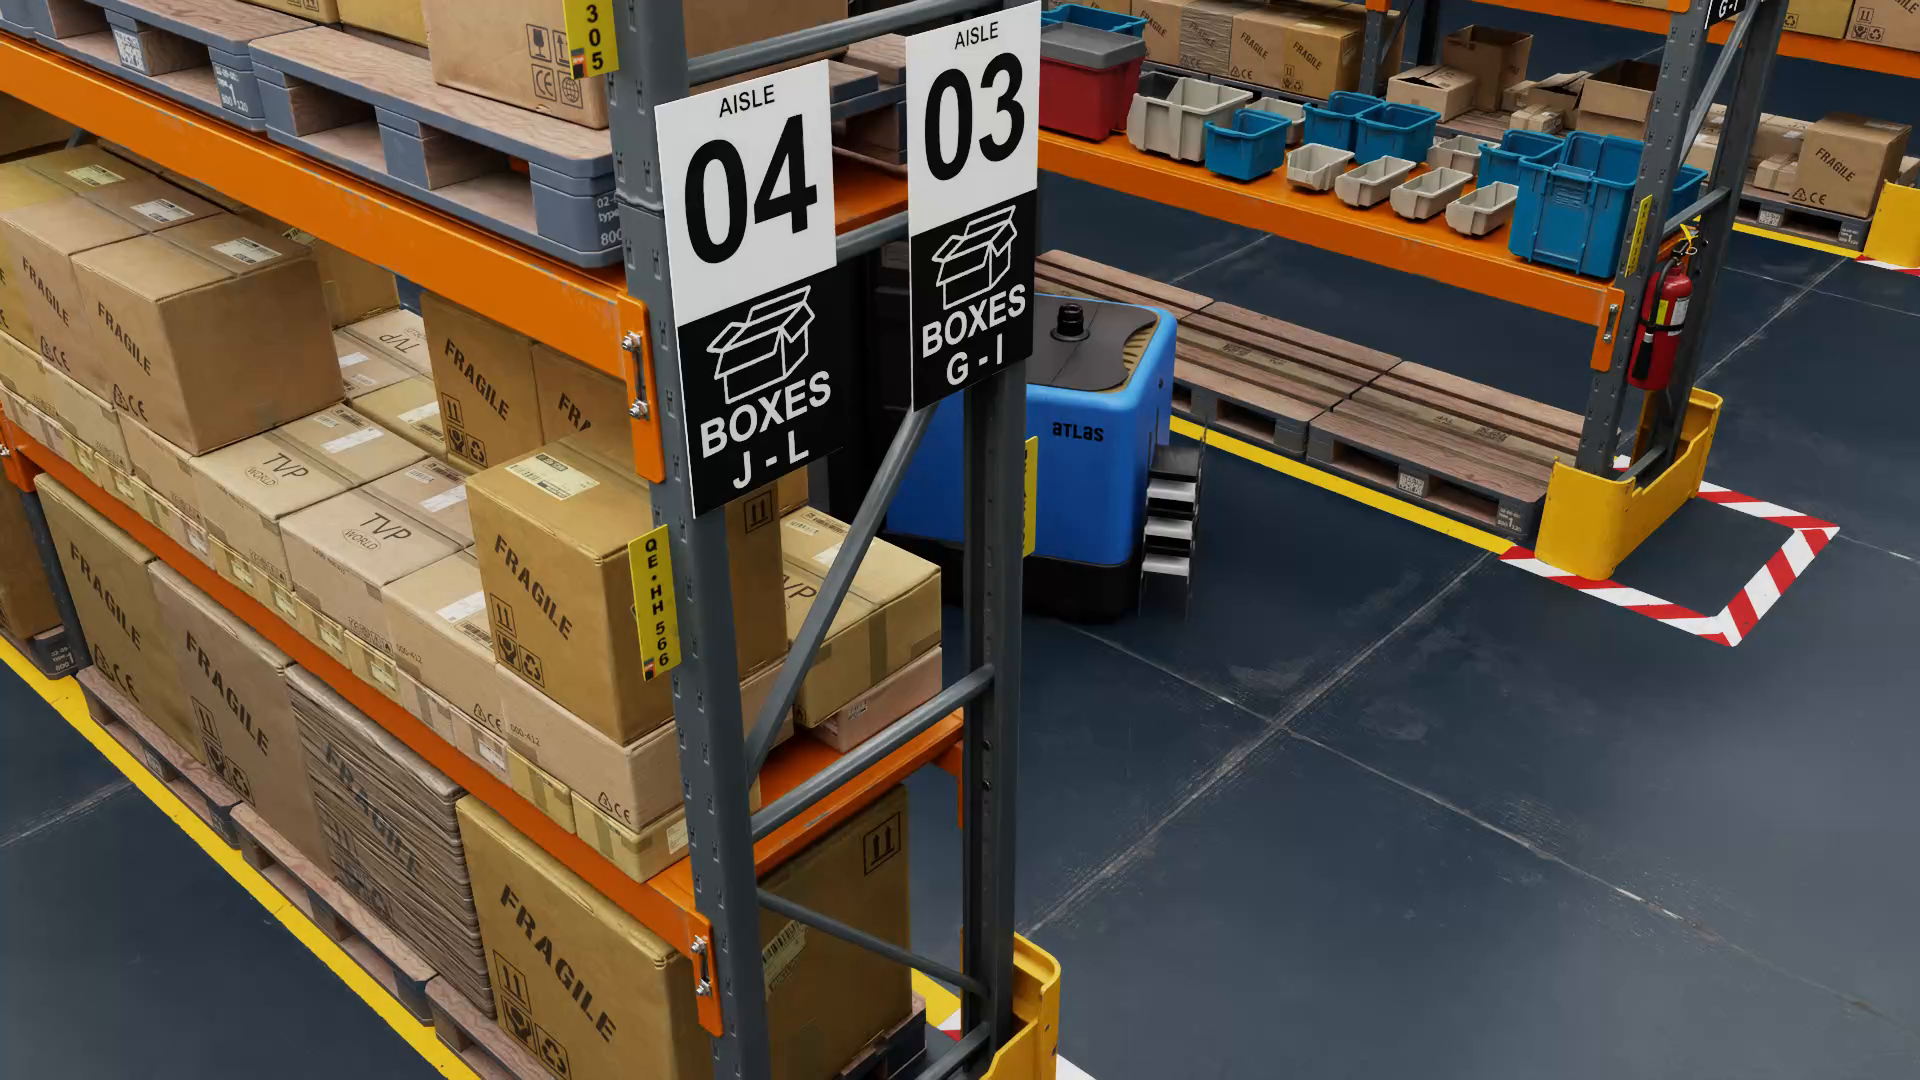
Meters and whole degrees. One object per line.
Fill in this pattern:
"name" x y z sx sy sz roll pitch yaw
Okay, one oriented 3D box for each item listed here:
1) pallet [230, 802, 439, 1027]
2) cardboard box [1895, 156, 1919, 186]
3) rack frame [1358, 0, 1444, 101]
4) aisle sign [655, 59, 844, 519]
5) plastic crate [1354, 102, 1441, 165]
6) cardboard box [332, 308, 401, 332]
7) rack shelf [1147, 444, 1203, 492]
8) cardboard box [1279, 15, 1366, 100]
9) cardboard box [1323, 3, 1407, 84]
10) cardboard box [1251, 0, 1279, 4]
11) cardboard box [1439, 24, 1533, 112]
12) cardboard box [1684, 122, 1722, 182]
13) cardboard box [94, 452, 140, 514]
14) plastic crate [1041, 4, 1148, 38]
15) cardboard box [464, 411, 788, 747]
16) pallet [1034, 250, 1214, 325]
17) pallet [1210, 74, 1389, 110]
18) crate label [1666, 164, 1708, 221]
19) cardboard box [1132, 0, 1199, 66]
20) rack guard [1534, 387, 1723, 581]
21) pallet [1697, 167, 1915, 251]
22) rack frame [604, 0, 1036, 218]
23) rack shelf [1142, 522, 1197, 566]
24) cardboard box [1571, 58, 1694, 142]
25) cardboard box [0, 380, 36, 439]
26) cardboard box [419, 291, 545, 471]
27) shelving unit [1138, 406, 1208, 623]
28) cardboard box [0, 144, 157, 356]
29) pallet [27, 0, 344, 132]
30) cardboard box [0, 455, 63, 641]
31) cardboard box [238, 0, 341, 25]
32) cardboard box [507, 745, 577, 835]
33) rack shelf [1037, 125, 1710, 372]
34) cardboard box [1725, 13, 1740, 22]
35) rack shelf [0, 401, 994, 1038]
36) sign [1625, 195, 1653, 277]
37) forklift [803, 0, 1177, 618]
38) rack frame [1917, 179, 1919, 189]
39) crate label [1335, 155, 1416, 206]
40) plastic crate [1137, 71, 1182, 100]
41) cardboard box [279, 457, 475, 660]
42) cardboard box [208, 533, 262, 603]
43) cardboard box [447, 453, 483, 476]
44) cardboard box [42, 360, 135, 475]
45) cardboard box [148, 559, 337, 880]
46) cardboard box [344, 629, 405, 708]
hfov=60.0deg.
"pallet" -1.769 1.046 5.807 1.213 0.211 1.003 25 39 35
"cardboard box" 6.347 -2.510 11.348 0.250 0.149 0.380 25 39 35
"rack frame" 3.461 -4.651 12.567 0.127 3.000 1.000 25 39 35
"aisle sign" -0.371 -0.453 3.074 0.004 0.787 0.394 25 39 35
"plastic crate" 2.162 -1.994 8.259 0.300 0.233 0.416 25 39 35
"cardboard box" -2.300 -0.696 5.855 0.500 0.250 0.500 26 40 36
"rack shelf" 0.899 -0.304 6.924 0.200 0.077 0.258 7 32 12
"cardboard box" 2.903 -3.829 13.200 0.500 0.500 0.500 25 39 35
"cardboard box" 3.266 -4.029 13.531 0.500 0.500 0.500 23 38 33
"cardboard box" 2.525 -4.696 13.912 0.500 0.250 0.500 25 39 35
"cardboard box" 4.074 -3.679 12.951 0.500 0.500 0.500 25 39 35
"cardboard box" 5.174 -2.711 11.584 0.500 0.250 0.500 25 39 35
"cardboard box" -2.606 -0.254 5.508 0.250 0.149 0.380 24 38 34
"plastic crate" 0.710 -2.745 9.359 0.575 0.384 0.392 25 39 35
"cardboard box" -0.761 0.068 3.858 0.500 0.500 0.500 26 39 36
"pallet" 0.706 -1.323 9.744 1.213 0.211 1.003 25 39 35
"pallet" 2.833 -3.723 13.730 1.213 0.211 1.003 25 39 35
"crate label" 3.138 -1.539 7.502 0.303 0.233 0.416 25 39 35
"cardboard box" 1.792 -4.352 14.069 0.500 0.500 0.500 24 38 34
"rack guard" 3.127 -0.299 7.762 0.348 0.500 1.175 25 39 35
"pallet" 5.779 -2.373 11.488 1.213 0.211 1.003 25 39 35
"rack frame" -0.223 -2.050 2.429 0.127 3.000 1.000 25 39 35
"rack shelf" 0.899 0.004 7.109 0.200 0.077 0.258 7 32 12
"cardboard box" 4.858 -3.121 12.020 0.637 0.503 0.797 25 39 35
"cardboard box" -3.193 -0.526 5.960 0.250 0.149 0.380 25 39 35
"cardboard box" -1.157 -0.483 4.774 0.500 0.500 0.500 24 38 34
"shelving unit" 0.899 -0.101 7.046 0.210 0.900 0.258 7 32 12
"cardboard box" -3.005 -0.985 5.607 0.500 0.500 0.500 25 39 35
"pallet" -1.689 -1.401 4.347 1.213 0.211 1.003 25 39 35
"cardboard box" -3.677 -0.347 7.071 0.875 0.875 1.225 25 39 35
"cardboard box" -1.397 -1.591 3.975 0.500 0.500 0.700 22 37 32
"cardboard box" -0.902 0.542 4.185 0.250 0.149 0.380 25 39 36
"rack shelf" 1.617 -1.757 8.458 4.000 0.370 1.077 25 39 35
"cardboard box" 5.159 -3.713 10.912 0.500 0.500 0.500 25 39 35
"rack shelf" -1.706 0.137 5.312 4.000 0.370 1.077 25 39 35
"sign" 2.743 -1.227 6.722 0.005 0.325 0.100 25 39 35
"forklift" -0.599 -1.351 7.153 3.031 2.935 1.130 9 32 15
"rack frame" 6.427 -3.266 10.267 0.127 3.000 1.000 25 39 35
"crate label" 1.946 -1.692 7.850 0.243 0.136 0.396 25 39 35
"plastic crate" 1.145 -2.381 9.005 0.590 0.125 0.437 25 39 35
"cardboard box" -1.514 0.039 4.633 0.500 0.250 0.500 24 38 34
"cardboard box" -2.036 0.012 5.065 0.250 0.149 0.380 24 38 34
"cardboard box" -1.158 -0.165 4.972 0.500 0.250 0.500 24 38 34
"cardboard box" -2.651 -0.490 5.513 0.500 0.250 0.500 25 39 35
"cardboard box" -2.086 0.437 5.768 0.875 0.875 0.875 25 39 35
"cardboard box" -1.466 0.278 4.623 0.250 0.149 0.380 24 39 34
